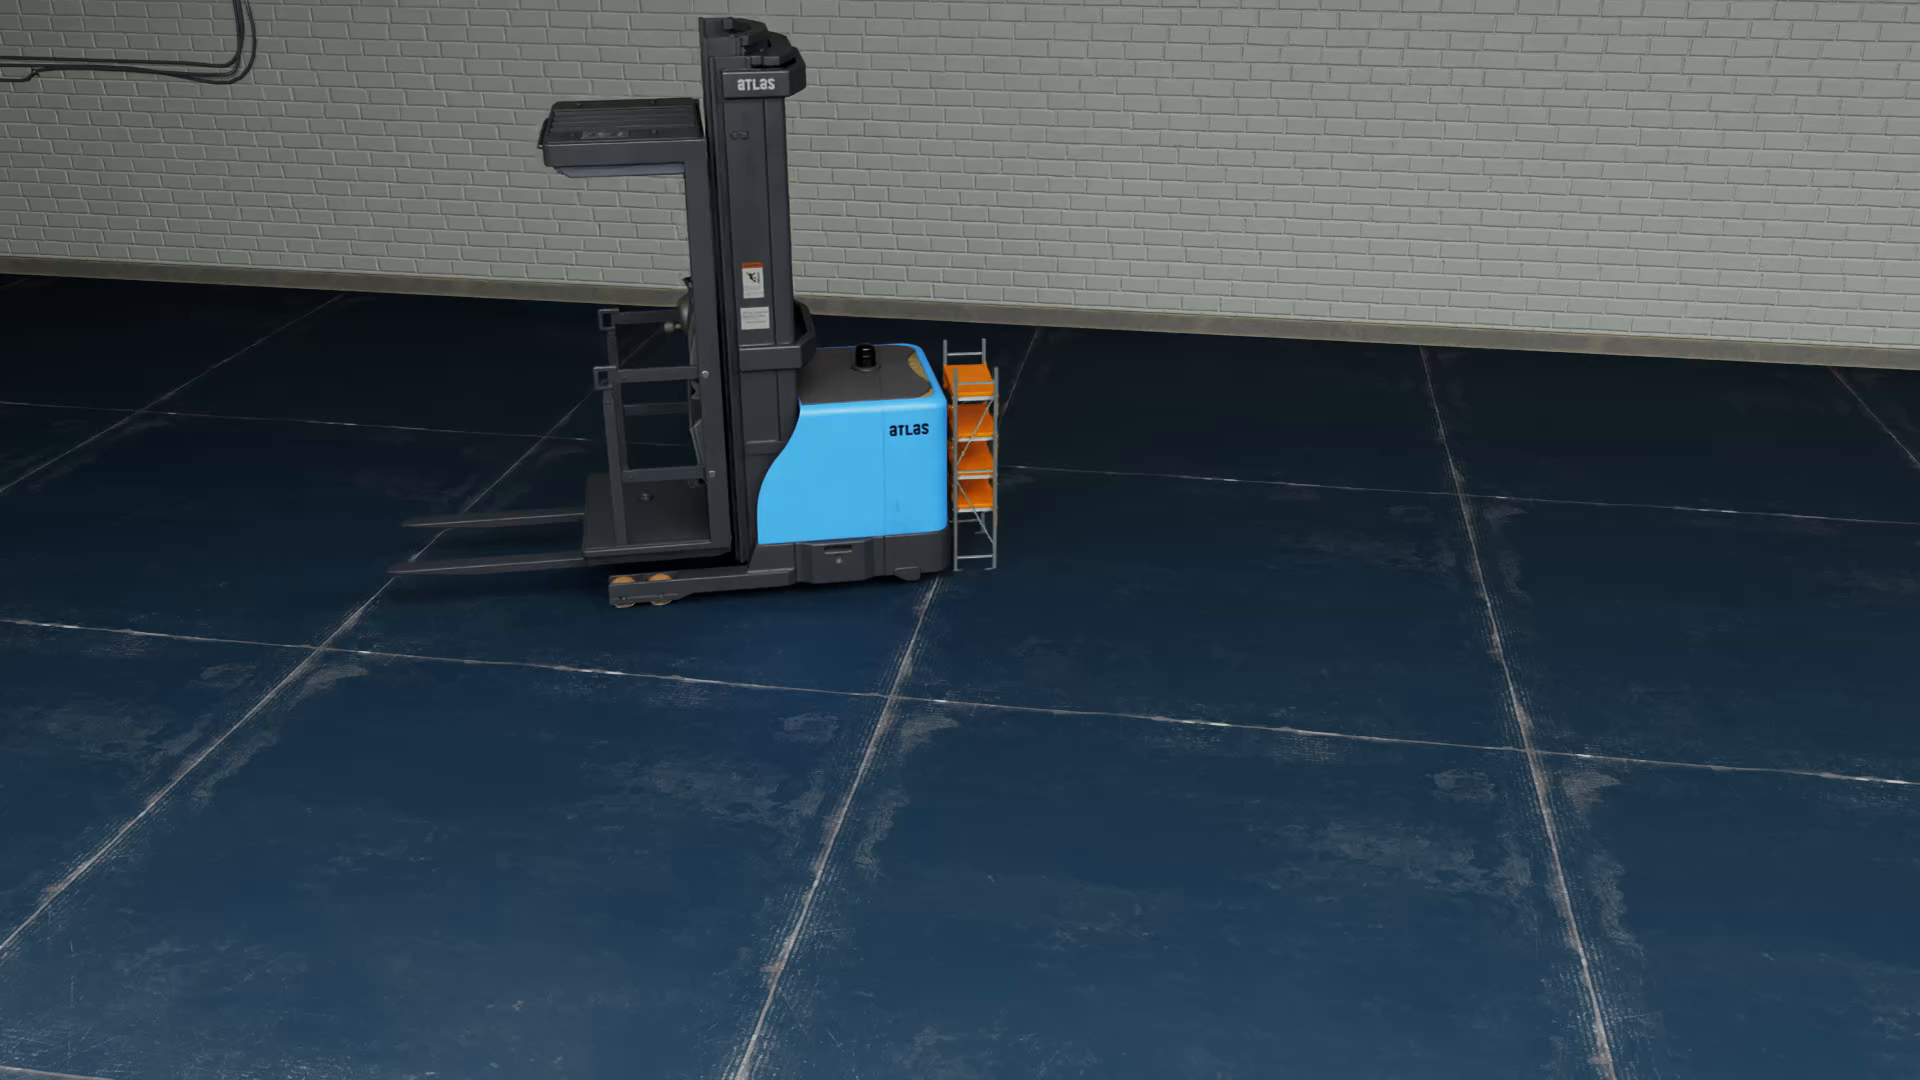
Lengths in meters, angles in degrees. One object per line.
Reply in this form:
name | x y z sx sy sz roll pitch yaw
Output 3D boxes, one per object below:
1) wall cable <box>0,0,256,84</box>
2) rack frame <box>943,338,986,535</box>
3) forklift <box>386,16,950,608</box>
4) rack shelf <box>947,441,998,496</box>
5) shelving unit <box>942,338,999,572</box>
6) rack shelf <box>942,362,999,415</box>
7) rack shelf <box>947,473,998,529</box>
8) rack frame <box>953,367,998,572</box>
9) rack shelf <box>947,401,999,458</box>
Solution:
wall cable | -7.254 -4.945 13.362 3.097 2.526 0.112 4 25 9
rack frame | 0.025 -0.580 9.574 0.240 1.200 0.015 -3 25 -6
forklift | -1.621 -1.203 8.862 3.031 2.935 1.130 -4 25 -9
rack shelf | 0.055 -0.416 9.383 0.258 0.148 0.480 -3 25 -6
shelving unit | 0.055 -0.477 9.355 0.258 1.200 0.503 -3 25 -6
rack shelf | 0.055 -0.833 9.188 0.258 0.148 0.480 -3 25 -6
rack shelf | 0.055 -0.237 9.467 0.258 0.148 0.480 -3 25 -6
rack frame | 0.084 -0.375 9.135 0.240 1.200 0.015 -3 25 -6
rack shelf | 0.055 -0.619 9.288 0.258 0.148 0.480 -3 25 -6
